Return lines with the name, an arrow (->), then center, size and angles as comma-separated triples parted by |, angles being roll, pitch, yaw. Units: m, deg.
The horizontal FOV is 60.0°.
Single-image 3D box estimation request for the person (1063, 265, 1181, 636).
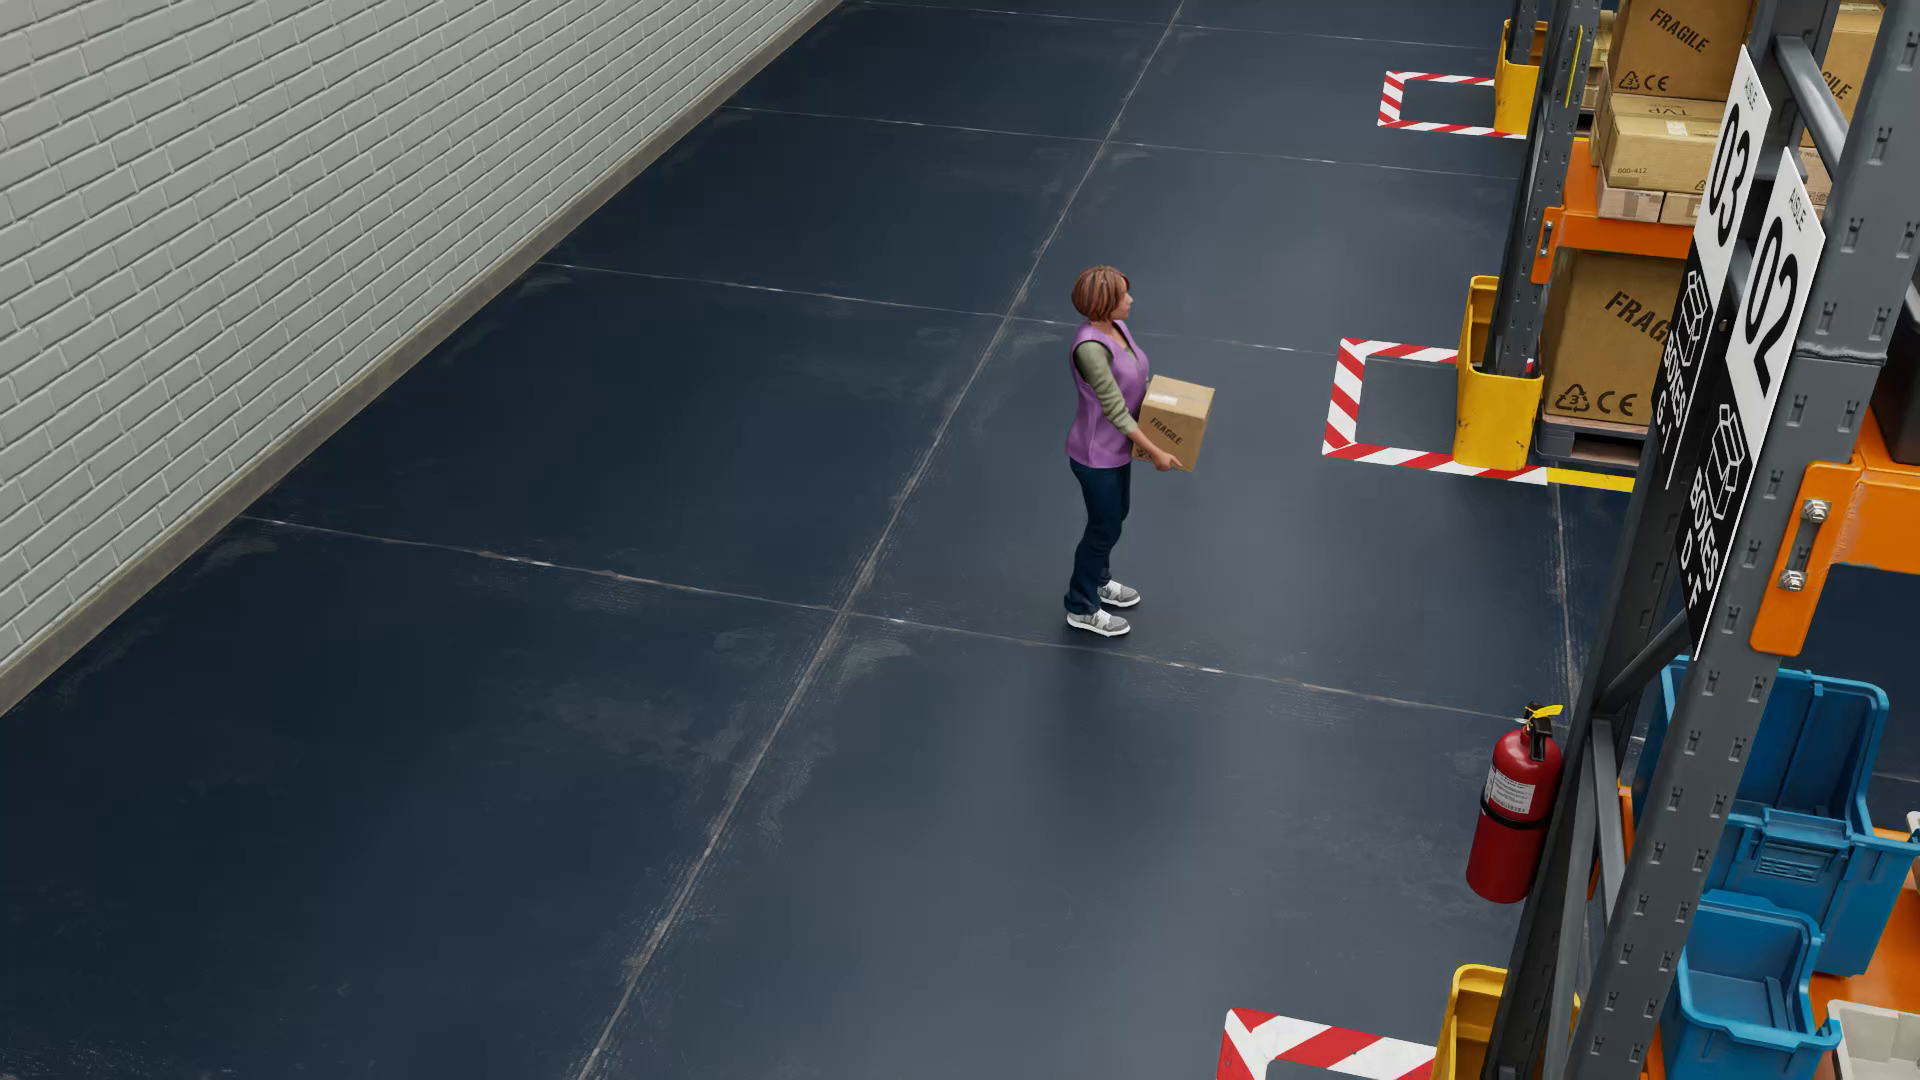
person -> 0.666, -0.343, 6.677 | 0.491, 1.591, 0.404 | 9, 34, 14
